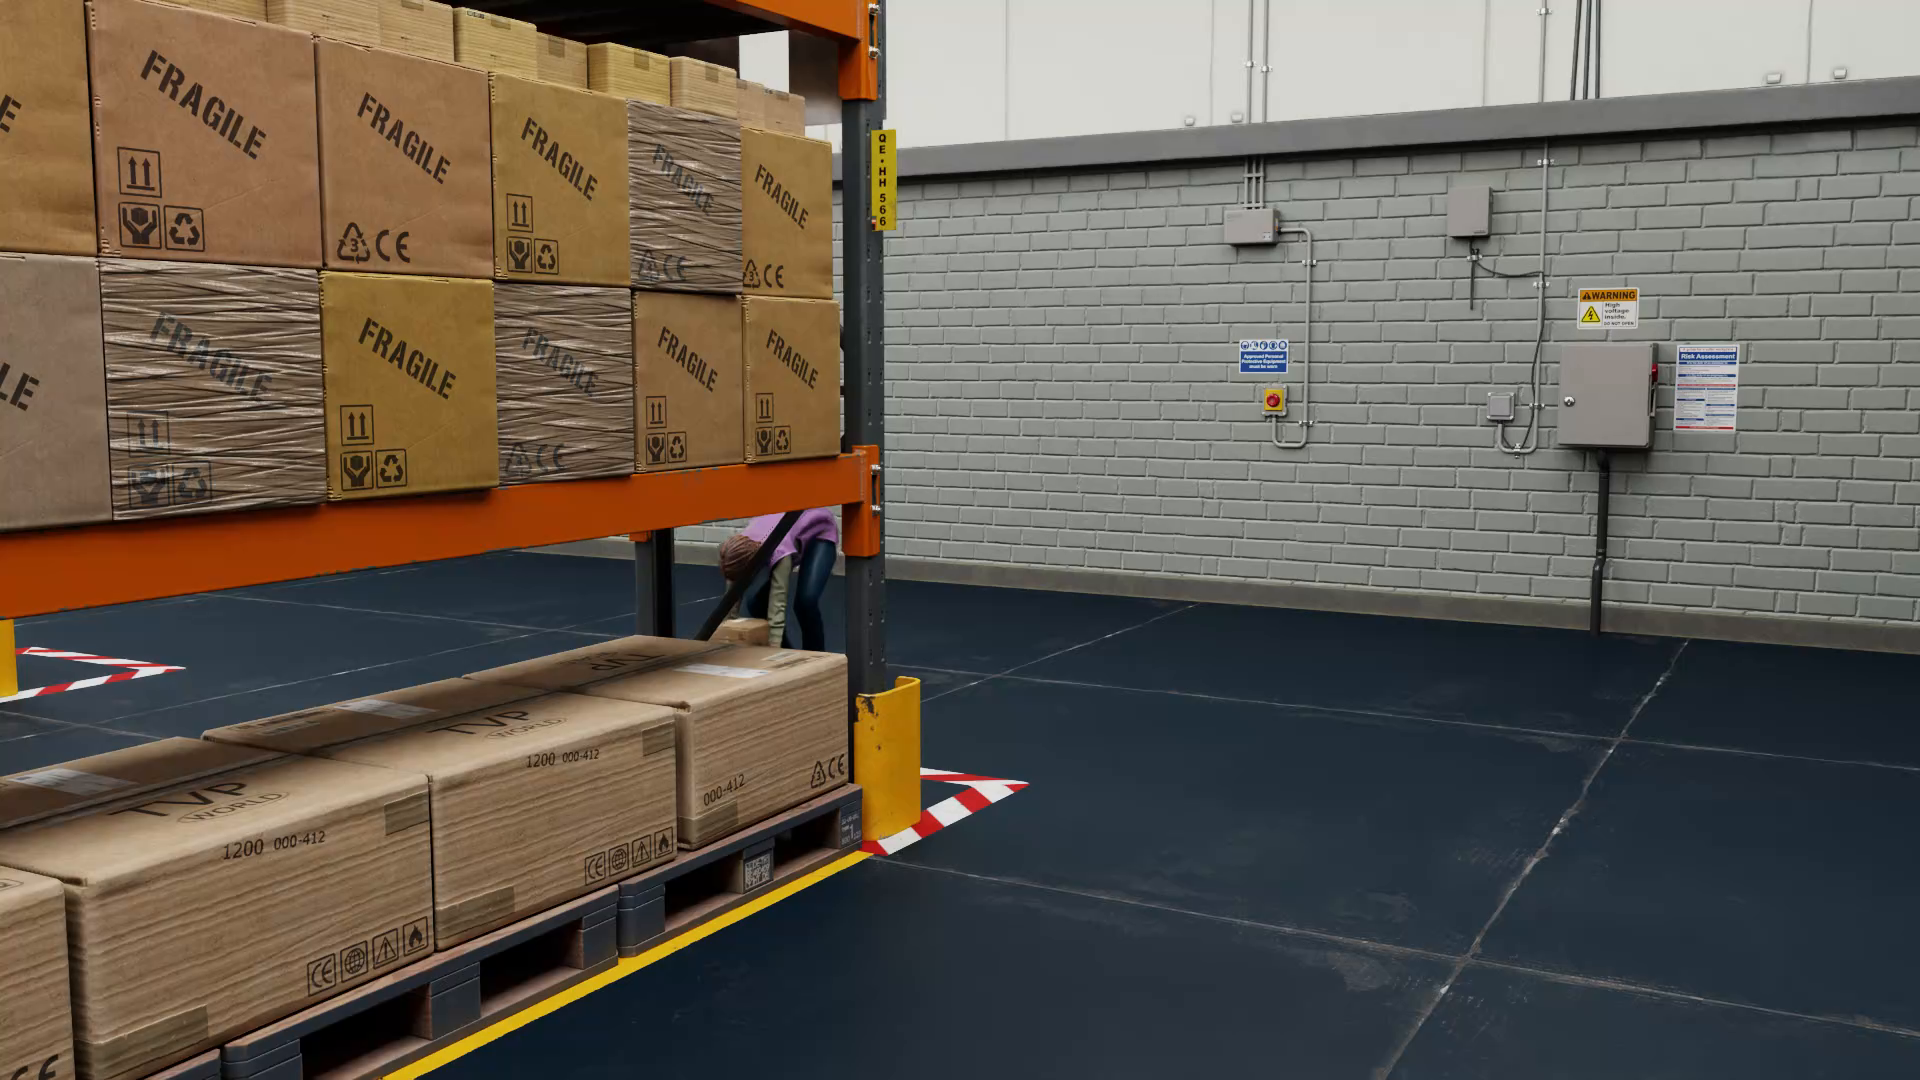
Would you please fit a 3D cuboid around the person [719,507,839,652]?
[{"bbox_3d":[-0.888,0.284,8.014,0.408,0.936,0.863,3,7,26],"label":"person"}]
